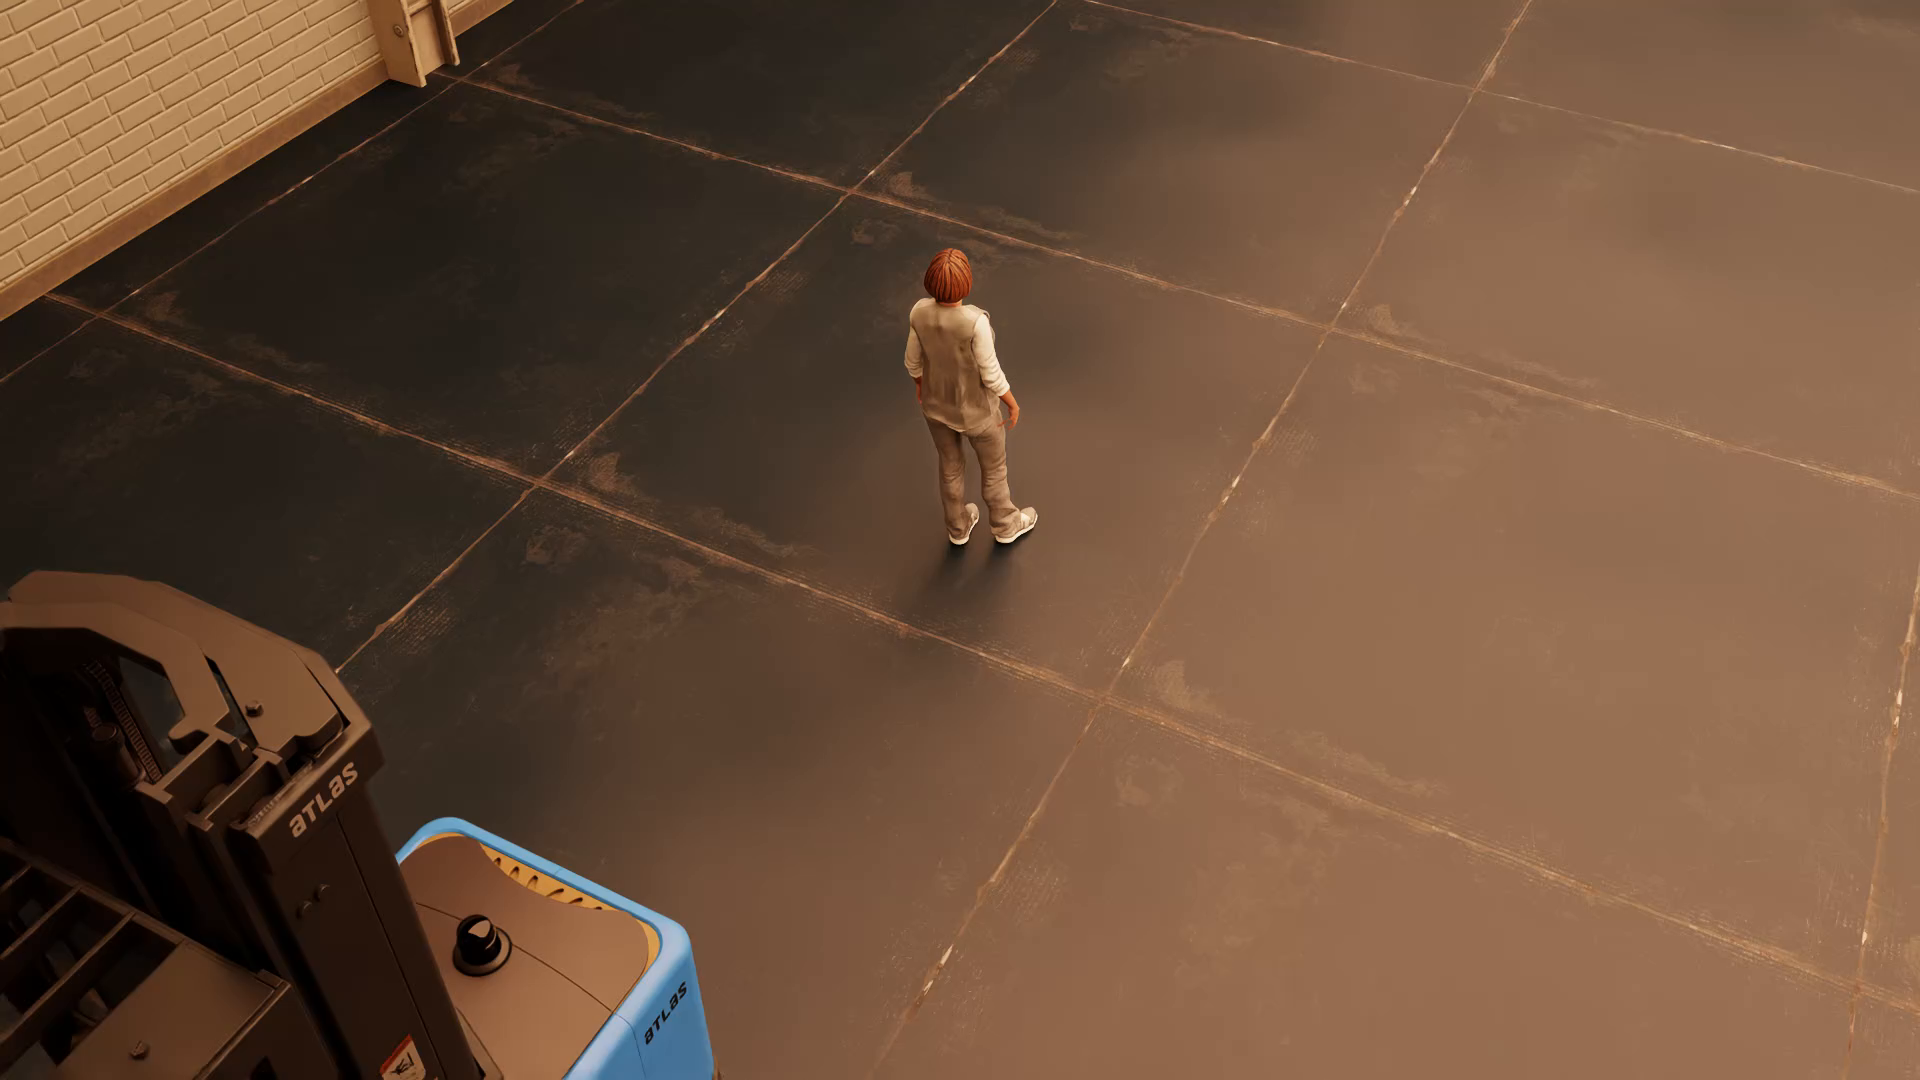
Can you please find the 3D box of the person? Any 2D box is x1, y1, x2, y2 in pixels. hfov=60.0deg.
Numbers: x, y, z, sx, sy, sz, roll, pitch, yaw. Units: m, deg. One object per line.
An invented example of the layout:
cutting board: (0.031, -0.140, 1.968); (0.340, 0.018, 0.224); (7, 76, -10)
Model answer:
person: (0.047, -0.627, 7.281); (0.520, 1.597, 0.475); (20, 47, 20)

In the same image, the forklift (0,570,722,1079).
forklift: (-1.926, 1.627, 3.927); (1.130, 2.935, 3.031); (20, 47, 20)
